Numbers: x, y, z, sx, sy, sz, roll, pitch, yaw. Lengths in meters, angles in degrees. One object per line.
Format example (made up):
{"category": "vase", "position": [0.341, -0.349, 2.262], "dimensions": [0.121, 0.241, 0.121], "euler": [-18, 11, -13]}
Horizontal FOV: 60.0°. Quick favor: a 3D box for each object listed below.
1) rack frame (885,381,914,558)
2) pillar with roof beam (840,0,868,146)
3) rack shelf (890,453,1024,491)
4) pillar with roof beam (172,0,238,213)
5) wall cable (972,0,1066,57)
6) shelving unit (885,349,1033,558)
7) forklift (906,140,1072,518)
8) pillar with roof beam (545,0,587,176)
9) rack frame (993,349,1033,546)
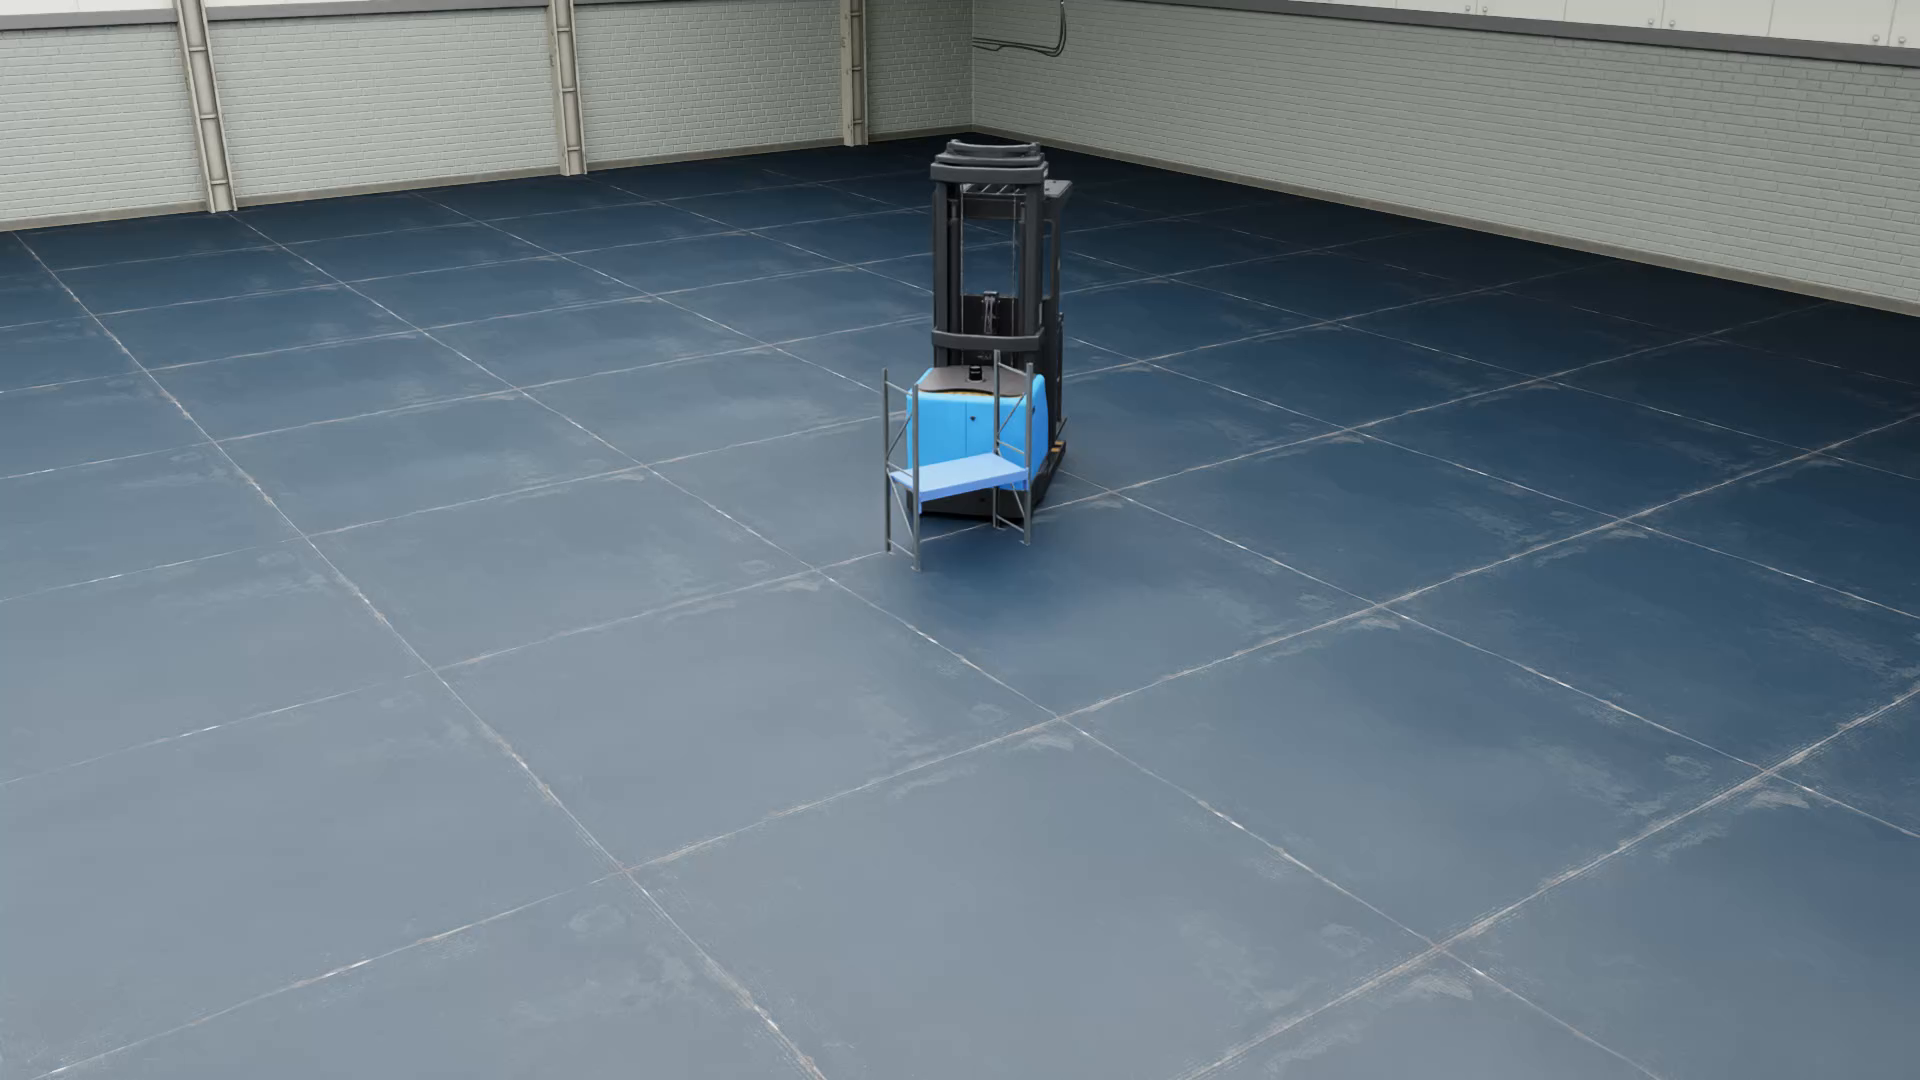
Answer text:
{"category": "rack frame", "position": [-0.451, -0.528, 12.695], "dimensions": [0.013, 1.308, 0.475], "euler": [-13, 25, -29]}
{"category": "pillar with roof beam", "position": [0.438, -10.765, 28.232], "dimensions": [0.400, 9.000, 9.100], "euler": [-15, 26, -33]}
{"category": "rack shelf", "position": [-0.018, -0.522, 12.985], "dimensions": [0.952, 0.026, 0.459], "euler": [-13, 25, -29]}
{"category": "pillar with roof beam", "position": [-9.303, -8.168, 21.723], "dimensions": [0.400, 9.000, 9.100], "euler": [-15, 26, -33]}
{"category": "wall cable", "position": [1.088, -10.858, 32.654], "dimensions": [0.112, 2.526, 3.097], "euler": [-15, 26, -33]}
{"category": "shelving unit", "position": [-0.014, -0.627, 12.945], "dimensions": [1.039, 1.500, 0.500], "euler": [-13, 25, -29]}
{"category": "forklift", "position": [0.361, -2.055, 14.591], "dimensions": [1.130, 2.935, 3.031], "euler": [5, 22, 11]}
{"category": "pillar with roof beam", "position": [-4.432, -9.466, 24.977], "dimensions": [0.400, 9.000, 9.100], "euler": [-15, 26, -33]}
{"category": "rack frame", "position": [0.413, -0.726, 13.192], "dimensions": [0.032, 1.500, 0.500], "euler": [-13, 25, -29]}
